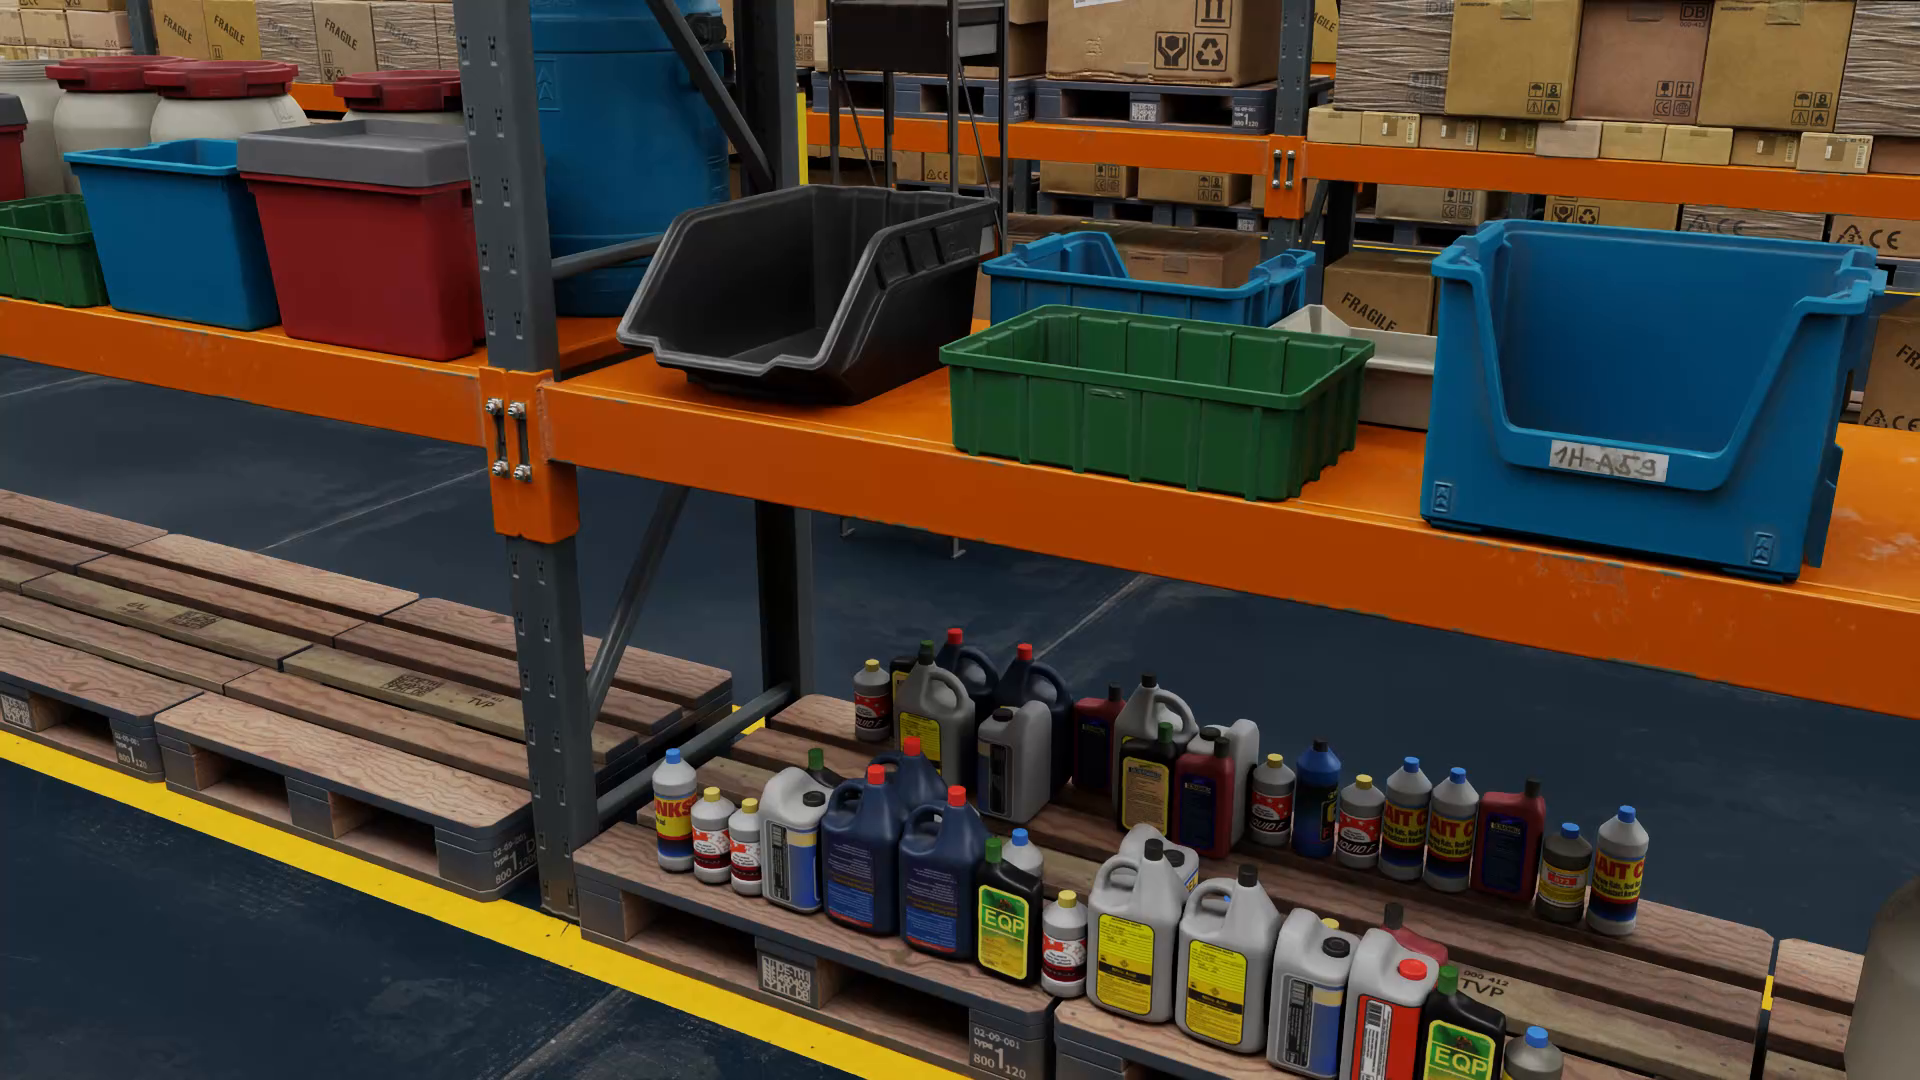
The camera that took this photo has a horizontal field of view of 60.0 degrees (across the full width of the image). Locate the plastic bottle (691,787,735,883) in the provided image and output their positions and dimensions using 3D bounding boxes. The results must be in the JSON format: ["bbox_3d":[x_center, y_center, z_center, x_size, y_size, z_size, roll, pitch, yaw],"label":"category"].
[{"bbox_3d":[-0.541,0.641,3.658,0.097,0.201,0.097,0,20,0],"label":"plastic bottle"}]

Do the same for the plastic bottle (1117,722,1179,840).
[{"bbox_3d":[0.431,0.544,3.805,0.133,0.283,0.061,11,23,27],"label":"plastic bottle"}]

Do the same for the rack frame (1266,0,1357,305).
[{"bbox_3d":[1.721,-2.143,7.873,0.127,3.000,1.000,11,23,27],"label":"rack frame"}]

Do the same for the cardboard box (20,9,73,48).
[{"bbox_3d":[-6.229,-3.623,11.738,0.500,0.250,0.500,12,23,29],"label":"cardboard box"}]

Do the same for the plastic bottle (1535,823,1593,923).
[{"bbox_3d":[1.277,0.694,3.511,0.097,0.201,0.097,0,20,0],"label":"plastic bottle"}]

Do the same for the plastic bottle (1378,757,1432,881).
[{"bbox_3d":[0.981,0.605,3.654,0.097,0.271,0.097,0,20,0],"label":"plastic bottle"}]

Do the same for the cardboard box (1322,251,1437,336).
[{"bbox_3d":[2.051,-1.086,8.011,0.500,0.500,0.500,10,22,26],"label":"cardboard box"}]

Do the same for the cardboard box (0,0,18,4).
[{"bbox_3d":[-7.315,-4.037,12.879,0.500,0.250,0.500,10,22,25],"label":"cardboard box"}]

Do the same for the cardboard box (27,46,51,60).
[{"bbox_3d":[-6.362,-3.436,11.808,0.250,0.149,0.380,11,23,28],"label":"cardboard box"}]

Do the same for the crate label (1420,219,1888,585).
[{"bbox_3d":[1.059,-0.245,2.590,0.616,0.435,0.502,11,23,27],"label":"crate label"}]

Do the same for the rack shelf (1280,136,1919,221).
[{"bbox_3d":[3.467,-1.472,7.079,4.000,0.370,1.077,11,23,27],"label":"rack shelf"}]

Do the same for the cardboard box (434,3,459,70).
[{"bbox_3d":[-2.755,-2.948,9.946,0.500,0.500,0.500,11,22,27],"label":"cardboard box"}]

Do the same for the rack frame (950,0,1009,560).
[{"bbox_3d":[0.069,-0.974,5.971,0.015,2.100,0.400,11,23,27],"label":"rack frame"}]

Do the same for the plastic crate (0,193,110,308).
[{"bbox_3d":[-2.352,-0.774,4.411,0.662,0.188,0.450,11,23,27],"label":"plastic crate"}]

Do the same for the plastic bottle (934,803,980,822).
[{"bbox_3d":[-0.006,0.654,3.520,0.097,0.271,0.097,0,20,0],"label":"plastic bottle"}]

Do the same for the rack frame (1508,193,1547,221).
[{"bbox_3d":[4.229,-3.602,11.897,0.127,3.000,1.000,11,23,27],"label":"rack frame"}]

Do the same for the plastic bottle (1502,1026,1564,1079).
[{"bbox_3d":[0.981,0.931,2.859,0.097,0.201,0.097,0,20,0],"label":"plastic bottle"}]

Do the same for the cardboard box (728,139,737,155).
[{"bbox_3d":[-1.777,-3.666,15.122,0.500,0.500,0.500,12,23,30],"label":"cardboard box"}]

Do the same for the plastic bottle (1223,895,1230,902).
[{"bbox_3d":[0.527,0.788,3.252,0.097,0.201,0.097,0,20,0],"label":"plastic bottle"}]

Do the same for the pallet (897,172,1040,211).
[{"bbox_3d":[0.055,-3.087,14.566,1.213,0.211,1.003,11,23,27],"label":"pallet"}]

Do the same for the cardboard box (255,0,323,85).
[{"bbox_3d":[-4.107,-3.202,10.648,0.500,0.500,0.500,10,22,26],"label":"cardboard box"}]

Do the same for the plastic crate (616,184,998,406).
[{"bbox_3d":[-0.299,-0.514,3.474,0.504,0.338,0.767,11,23,27],"label":"plastic crate"}]

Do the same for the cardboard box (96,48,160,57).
[{"bbox_3d":[-5.689,-3.308,11.454,0.250,0.149,0.380,11,23,28],"label":"cardboard box"}]

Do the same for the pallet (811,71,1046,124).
[{"bbox_3d":[-0.023,-2.401,8.865,1.213,0.211,1.003,11,23,27],"label":"pallet"}]

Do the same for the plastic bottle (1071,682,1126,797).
[{"bbox_3d":[0.339,0.470,4.009,0.133,0.283,0.061,13,23,31],"label":"plastic bottle"}]

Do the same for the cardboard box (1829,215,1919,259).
[{"bbox_3d":[6.327,-2.375,11.012,0.875,0.875,0.875,10,22,26],"label":"cardboard box"}]

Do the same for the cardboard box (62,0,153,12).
[{"bbox_3d":[-5.794,-3.892,11.379,0.500,0.500,0.500,12,23,29],"label":"cardboard box"}]

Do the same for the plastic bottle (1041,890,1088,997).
[{"bbox_3d":[0.209,0.784,3.264,0.097,0.201,0.097,0,20,0],"label":"plastic bottle"}]

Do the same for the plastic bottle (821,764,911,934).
[{"bbox_3d":[-0.192,0.628,3.474,0.185,0.351,0.144,11,23,29],"label":"plastic bottle"}]

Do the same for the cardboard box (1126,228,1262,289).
[{"bbox_3d":[1.196,-1.283,8.523,0.500,0.500,0.700,9,22,23],"label":"cardboard box"}]

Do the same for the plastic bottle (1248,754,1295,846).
[{"bbox_3d":[0.715,0.587,3.806,0.097,0.201,0.097,0,20,0],"label":"plastic bottle"}]

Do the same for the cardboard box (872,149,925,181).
[{"bbox_3d":[-0.417,-3.409,14.414,0.500,0.500,0.500,12,23,29],"label":"cardboard box"}]

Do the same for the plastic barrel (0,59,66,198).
[{"bbox_3d":[-2.816,-1.208,5.133,0.421,0.512,0.421,0,20,0],"label":"plastic barrel"}]

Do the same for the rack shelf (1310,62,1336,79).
[{"bbox_3d":[2.483,-3.597,12.937,4.000,0.370,1.077,11,23,27],"label":"rack shelf"}]

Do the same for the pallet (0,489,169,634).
[{"bbox_3d":[-3.529,0.118,5.730,1.213,0.211,1.003,11,23,27],"label":"pallet"}]

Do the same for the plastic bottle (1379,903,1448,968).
[{"bbox_3d":[0.826,0.810,3.070,0.133,0.283,0.061,11,23,27],"label":"plastic bottle"}]

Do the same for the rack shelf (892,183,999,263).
[{"bbox_3d":[-0.145,-1.002,6.088,0.480,0.518,0.431,11,23,27],"label":"rack shelf"}]

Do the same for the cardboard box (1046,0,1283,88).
[{"bbox_3d":[1.096,-2.796,8.178,1.000,1.000,1.000,11,23,28],"label":"cardboard box"}]

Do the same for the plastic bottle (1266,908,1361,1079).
[{"bbox_3d":[0.653,0.823,3.047,0.135,0.276,0.152,10,22,26],"label":"plastic bottle"}]

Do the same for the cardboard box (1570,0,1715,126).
[{"bbox_3d":[2.989,-2.089,7.143,0.500,0.500,0.875,11,23,27],"label":"cardboard box"}]

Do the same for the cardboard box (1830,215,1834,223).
[{"bbox_3d":[7.278,-2.792,13.325,0.637,0.503,0.797,-4,20,-10],"label":"cardboard box"}]

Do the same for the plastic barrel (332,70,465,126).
[{"bbox_3d":[-1.422,-0.956,4.403,0.433,0.535,0.433,0,20,0],"label":"plastic barrel"}]

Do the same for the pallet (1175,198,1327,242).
[{"bbox_3d":[2.449,-2.600,13.223,1.213,0.211,1.003,11,23,27],"label":"pallet"}]

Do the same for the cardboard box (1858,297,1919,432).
[{"bbox_3d":[4.138,-0.698,6.940,0.500,0.500,0.500,18,27,41],"label":"cardboard box"}]

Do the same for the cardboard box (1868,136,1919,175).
[{"bbox_3d":[3.765,-1.548,6.603,0.250,0.149,0.380,11,23,27],"label":"cardboard box"}]

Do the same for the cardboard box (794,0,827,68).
[{"bbox_3d":[-0.744,-2.911,9.229,0.500,0.500,0.700,15,25,35],"label":"cardboard box"}]

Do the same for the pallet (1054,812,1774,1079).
[{"bbox_3d":[0.941,0.969,3.383,1.213,0.211,1.003,11,23,27],"label":"pallet"}]

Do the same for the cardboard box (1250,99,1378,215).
[{"bbox_3d":[2.802,-2.980,12.865,0.750,0.750,1.050,11,23,27],"label":"cardboard box"}]

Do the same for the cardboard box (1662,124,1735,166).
[{"bbox_3d":[3.078,-1.654,6.894,0.250,0.149,0.380,11,23,27],"label":"cardboard box"}]

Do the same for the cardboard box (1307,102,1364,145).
[{"bbox_3d":[1.762,-1.899,7.570,0.250,0.149,0.380,11,23,27],"label":"cardboard box"}]

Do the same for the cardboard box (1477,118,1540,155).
[{"bbox_3d":[2.429,-1.782,7.246,0.250,0.149,0.380,11,23,27],"label":"cardboard box"}]

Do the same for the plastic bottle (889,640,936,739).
[{"bbox_3d":[-0.113,0.384,4.246,0.133,0.283,0.061,12,23,30],"label":"plastic bottle"}]

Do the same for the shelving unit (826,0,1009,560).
[{"bbox_3d":[-0.145,-1.015,6.083,0.503,2.100,0.431,11,23,27],"label":"shelving unit"}]
